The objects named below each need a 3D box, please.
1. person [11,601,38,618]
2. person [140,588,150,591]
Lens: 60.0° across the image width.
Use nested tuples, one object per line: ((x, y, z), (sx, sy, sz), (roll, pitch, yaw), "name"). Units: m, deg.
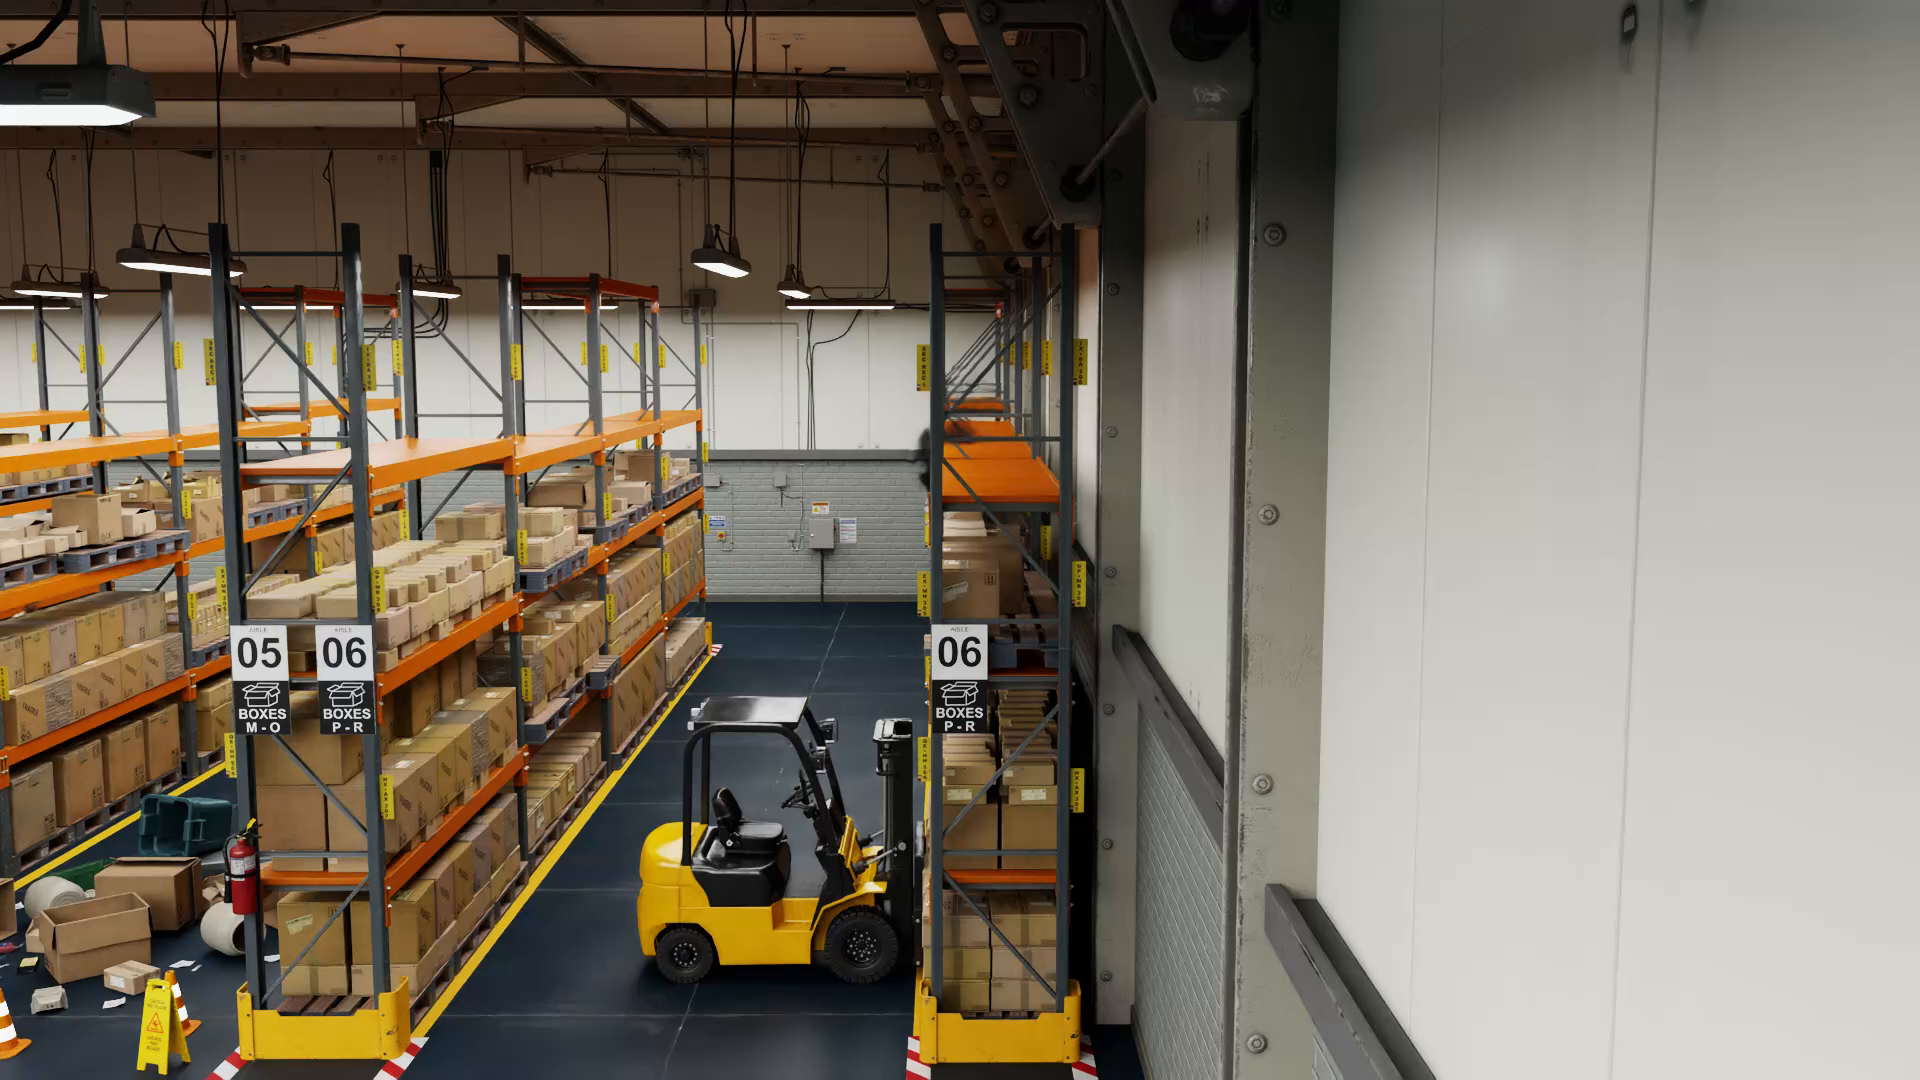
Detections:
((-12.831, 1.619, 22.994), (0.676, 1.795, 0.683), (0, 7, -3), "person")
((-11.437, 1.541, 23.663), (0.641, 1.790, 1.073), (0, 7, -4), "person")
